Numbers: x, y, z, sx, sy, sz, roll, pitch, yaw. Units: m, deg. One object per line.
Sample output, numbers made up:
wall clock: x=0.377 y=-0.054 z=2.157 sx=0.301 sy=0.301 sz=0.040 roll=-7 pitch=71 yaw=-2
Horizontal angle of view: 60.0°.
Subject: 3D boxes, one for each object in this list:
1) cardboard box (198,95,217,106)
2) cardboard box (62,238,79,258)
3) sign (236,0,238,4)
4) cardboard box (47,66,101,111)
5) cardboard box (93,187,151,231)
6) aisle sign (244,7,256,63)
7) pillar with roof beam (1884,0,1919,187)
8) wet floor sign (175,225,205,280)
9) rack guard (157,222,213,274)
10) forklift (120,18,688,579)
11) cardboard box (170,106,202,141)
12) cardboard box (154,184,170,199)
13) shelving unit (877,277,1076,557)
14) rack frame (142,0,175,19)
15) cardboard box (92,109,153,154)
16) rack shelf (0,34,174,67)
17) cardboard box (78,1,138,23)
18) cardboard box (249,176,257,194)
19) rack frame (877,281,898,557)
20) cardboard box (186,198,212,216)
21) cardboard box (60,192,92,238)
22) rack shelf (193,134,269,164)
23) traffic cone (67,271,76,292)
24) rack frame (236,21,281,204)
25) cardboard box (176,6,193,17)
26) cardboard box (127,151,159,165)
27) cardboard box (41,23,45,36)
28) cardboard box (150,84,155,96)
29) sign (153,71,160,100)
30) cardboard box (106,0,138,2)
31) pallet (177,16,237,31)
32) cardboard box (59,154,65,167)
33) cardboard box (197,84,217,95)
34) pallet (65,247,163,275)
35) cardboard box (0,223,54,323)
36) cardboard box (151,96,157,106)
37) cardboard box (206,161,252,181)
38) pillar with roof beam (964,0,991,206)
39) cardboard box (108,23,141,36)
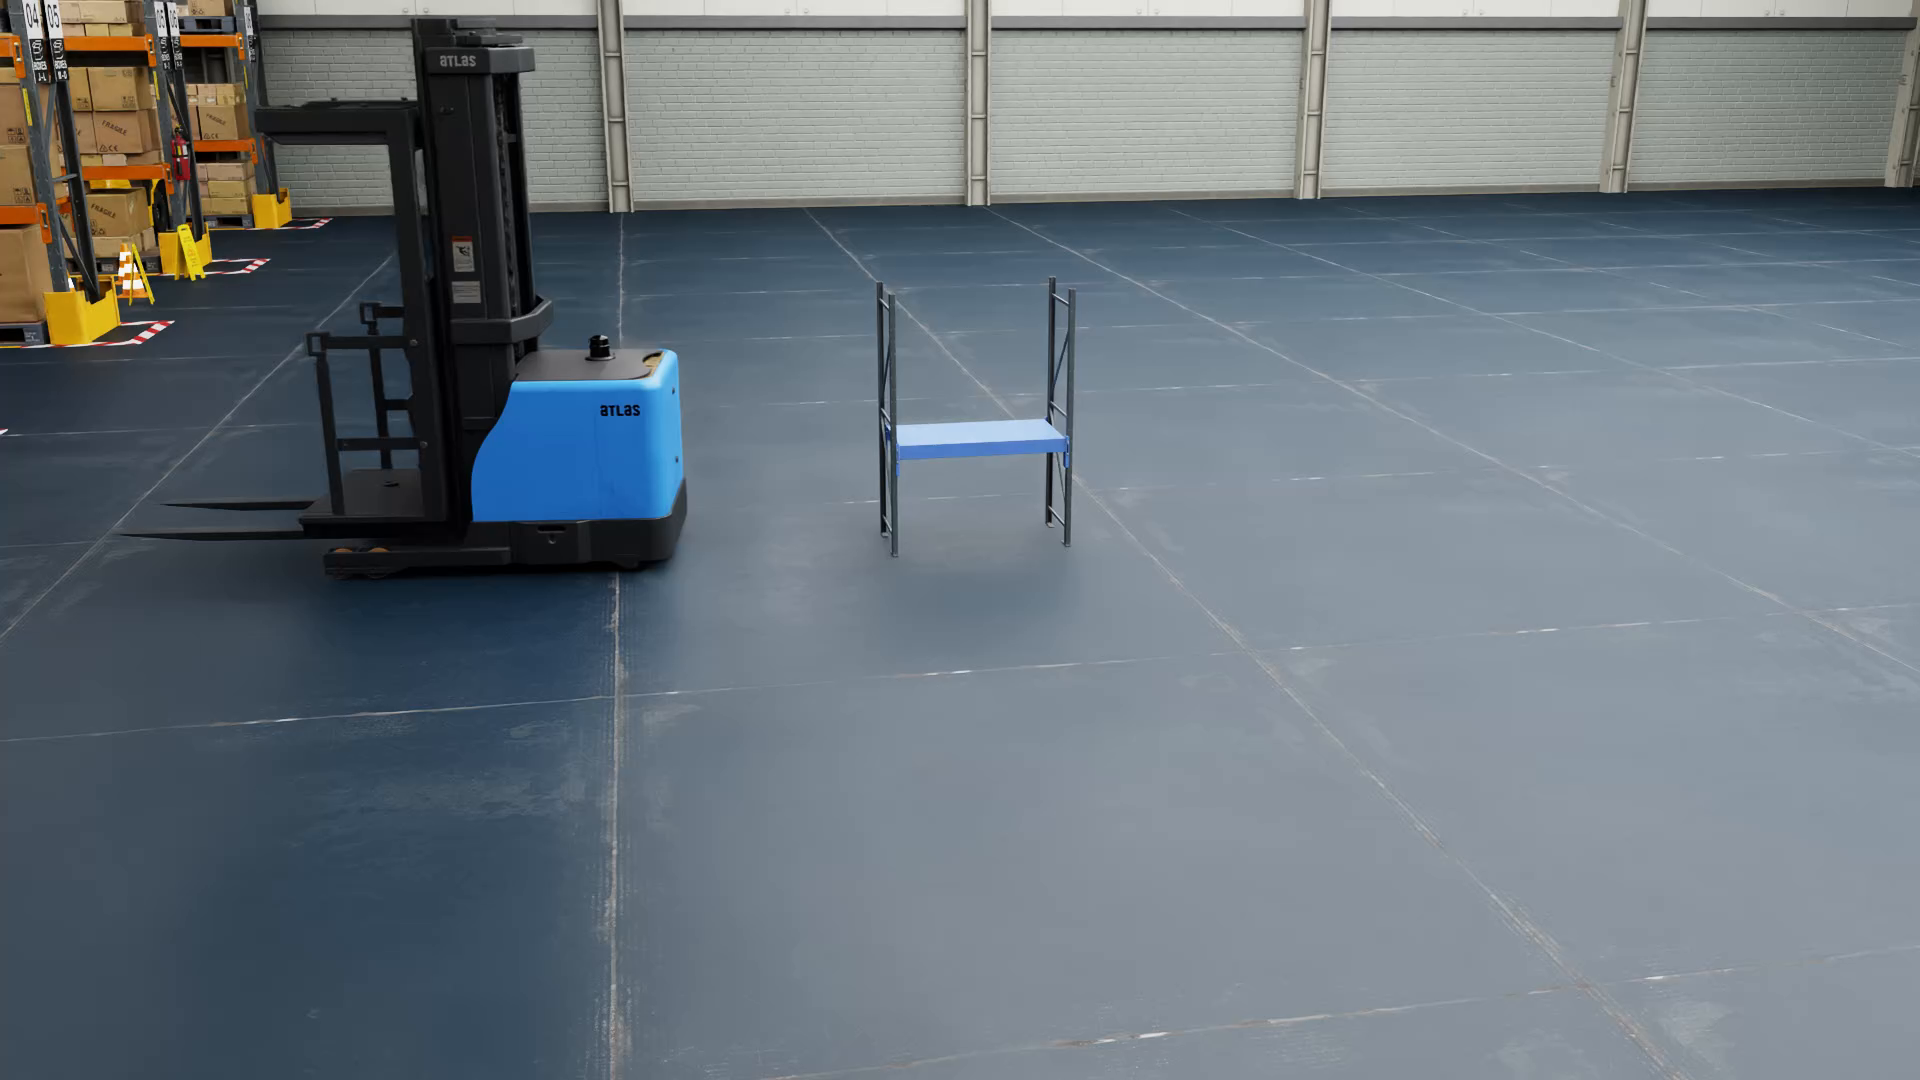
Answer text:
cardboard box: x=-11.164 y=-6.551 z=24.756 sx=0.250 sy=0.149 sz=0.380 roll=-3 pitch=17 yaw=-10
cardboard box: x=-10.939 y=-3.622 z=20.464 sx=0.500 sy=0.250 sz=0.500 roll=-3 pitch=17 yaw=-10
sign: x=-10.542 y=-7.978 z=24.195 sx=0.005 sy=0.325 sz=0.100 roll=-3 pitch=17 yaw=-10
cardboard box: x=-10.644 y=-5.436 z=20.020 sx=0.500 sy=0.500 sz=0.700 roll=-3 pitch=17 yaw=-10
cardboard box: x=-10.554 y=-4.163 z=20.948 sx=0.500 sy=0.500 sz=0.500 roll=-4 pitch=17 yaw=-12
aisle sign: x=-10.511 y=-7.477 z=24.620 sx=0.004 sy=0.787 sz=0.394 roll=-3 pitch=17 yaw=-10
pillar with roof beam: x=18.786 y=-9.835 z=26.504 sx=0.400 sy=9.000 sz=9.100 roll=-3 pitch=17 yaw=-10
wet floor sign: x=-9.296 y=-3.462 z=19.984 sx=0.232 sy=0.644 sz=0.267 roll=3 pitch=17 yaw=9
rack guard: x=-9.761 y=-3.686 z=20.961 sx=0.348 sy=0.500 sz=1.175 roll=-3 pitch=17 yaw=-10
forklift: x=-3.142 y=-1.346 z=9.203 sx=3.031 sy=2.935 sz=1.130 roll=-1 pitch=17 yaw=-3
cardboard box: x=-11.576 y=-6.234 z=24.830 sx=0.500 sy=0.500 sz=0.500 roll=-3 pitch=17 yaw=-9
cardboard box: x=-12.047 y=-5.264 z=24.959 sx=0.500 sy=0.250 sz=0.500 roll=-4 pitch=17 yaw=-12
shelving unit: x=0.084 y=-0.722 z=9.607 sx=1.048 sy=1.500 sz=0.538 roll=-3 pitch=17 yaw=-10
rack frame: x=-9.686 y=-7.753 z=19.727 sx=0.127 sy=3.000 sz=1.000 roll=-3 pitch=17 yaw=-10
cardboard box: x=-10.167 y=-4.965 z=20.192 sx=0.500 sy=0.500 sz=0.500 roll=-4 pitch=17 yaw=-11
rack shelf: x=-11.650 y=-5.864 z=19.910 sx=4.000 sy=0.370 sz=1.077 roll=-3 pitch=17 yaw=-10
cardboard box: x=-10.137 y=-6.283 z=19.800 sx=0.500 sy=0.250 sz=0.500 roll=-3 pitch=17 yaw=-11
cardboard box: x=-11.132 y=-5.475 z=25.644 sx=0.500 sy=0.250 sz=0.500 roll=-3 pitch=17 yaw=-9
rack frame: x=-0.415 y=-0.693 z=9.515 sx=0.032 sy=1.500 sz=0.500 roll=-3 pitch=17 yaw=-10
cardboard box: x=-11.523 y=-5.060 z=25.145 sx=0.500 sy=0.250 sz=0.500 roll=-3 pitch=17 yaw=-10
cardboard box: x=-10.935 y=-3.980 z=20.352 sx=0.500 sy=0.500 sz=0.500 roll=-3 pitch=17 yaw=-8
rack shelf: x=-12.595 y=-5.861 z=25.009 sx=4.000 sy=0.370 sz=1.077 roll=-3 pitch=17 yaw=-10
traffic cone: x=-9.439 y=-2.631 z=17.589 sx=0.334 sy=0.463 sz=0.336 roll=-3 pitch=17 yaw=-10
rack frame: x=-10.631 y=-6.316 z=25.266 sx=0.127 sy=3.000 sz=1.000 roll=-3 pitch=17 yaw=-10
cardboard box: x=-11.387 y=-7.744 z=24.351 sx=0.250 sy=0.149 sz=0.380 roll=-4 pitch=17 yaw=-12
cardboard box: x=-10.013 y=-4.683 z=20.376 sx=0.250 sy=0.149 sz=0.380 roll=-3 pitch=17 yaw=-9
cardboard box: x=-10.750 y=-6.075 z=19.801 sx=0.250 sy=0.149 sz=0.380 roll=-3 pitch=17 yaw=-10
cardboard box: x=-11.924 y=-6.651 z=24.576 sx=0.250 sy=0.149 sz=0.380 roll=-3 pitch=17 yaw=-9
sign: x=-9.600 y=-5.429 z=19.867 sx=0.005 sy=0.325 sz=0.100 roll=-3 pitch=17 yaw=-10
cardboard box: x=-9.962 y=-6.476 z=19.749 sx=0.250 sy=0.149 sz=0.380 roll=-3 pitch=17 yaw=-10
pallet: x=-11.330 y=-7.676 z=24.734 sx=1.213 sy=0.211 sz=1.003 roll=-3 pitch=17 yaw=-10
cardboard box: x=-10.743 y=-4.605 z=20.125 sx=0.250 sy=0.149 sz=0.380 roll=-3 pitch=17 yaw=-9
cardboard box: x=-11.179 y=-6.712 z=24.776 sx=0.250 sy=0.149 sz=0.380 roll=-3 pitch=17 yaw=-10
pallet: x=-10.565 y=-3.513 z=20.889 sx=1.213 sy=0.211 sz=1.003 roll=-3 pitch=17 yaw=-10
cardboard box: x=-9.301 y=-2.592 z=16.045 sx=0.875 sy=0.875 sz=0.875 roll=-3 pitch=17 yaw=-10
cardboard box: x=-11.929 y=-6.515 z=24.639 sx=0.250 sy=0.149 sz=0.380 roll=-4 pitch=17 yaw=-12
cardboard box: x=-11.024 y=-5.565 z=25.085 sx=0.500 sy=0.250 sz=0.500 roll=-3 pitch=17 yaw=-9
pillar with roof beam: x=1.113 y=-8.832 z=23.240 sx=0.400 sy=9.000 sz=9.100 roll=-3 pitch=17 yaw=-10
cardboard box: x=-9.983 y=-6.098 z=19.877 sx=0.250 sy=0.149 sz=0.380 roll=-3 pitch=17 yaw=-10
